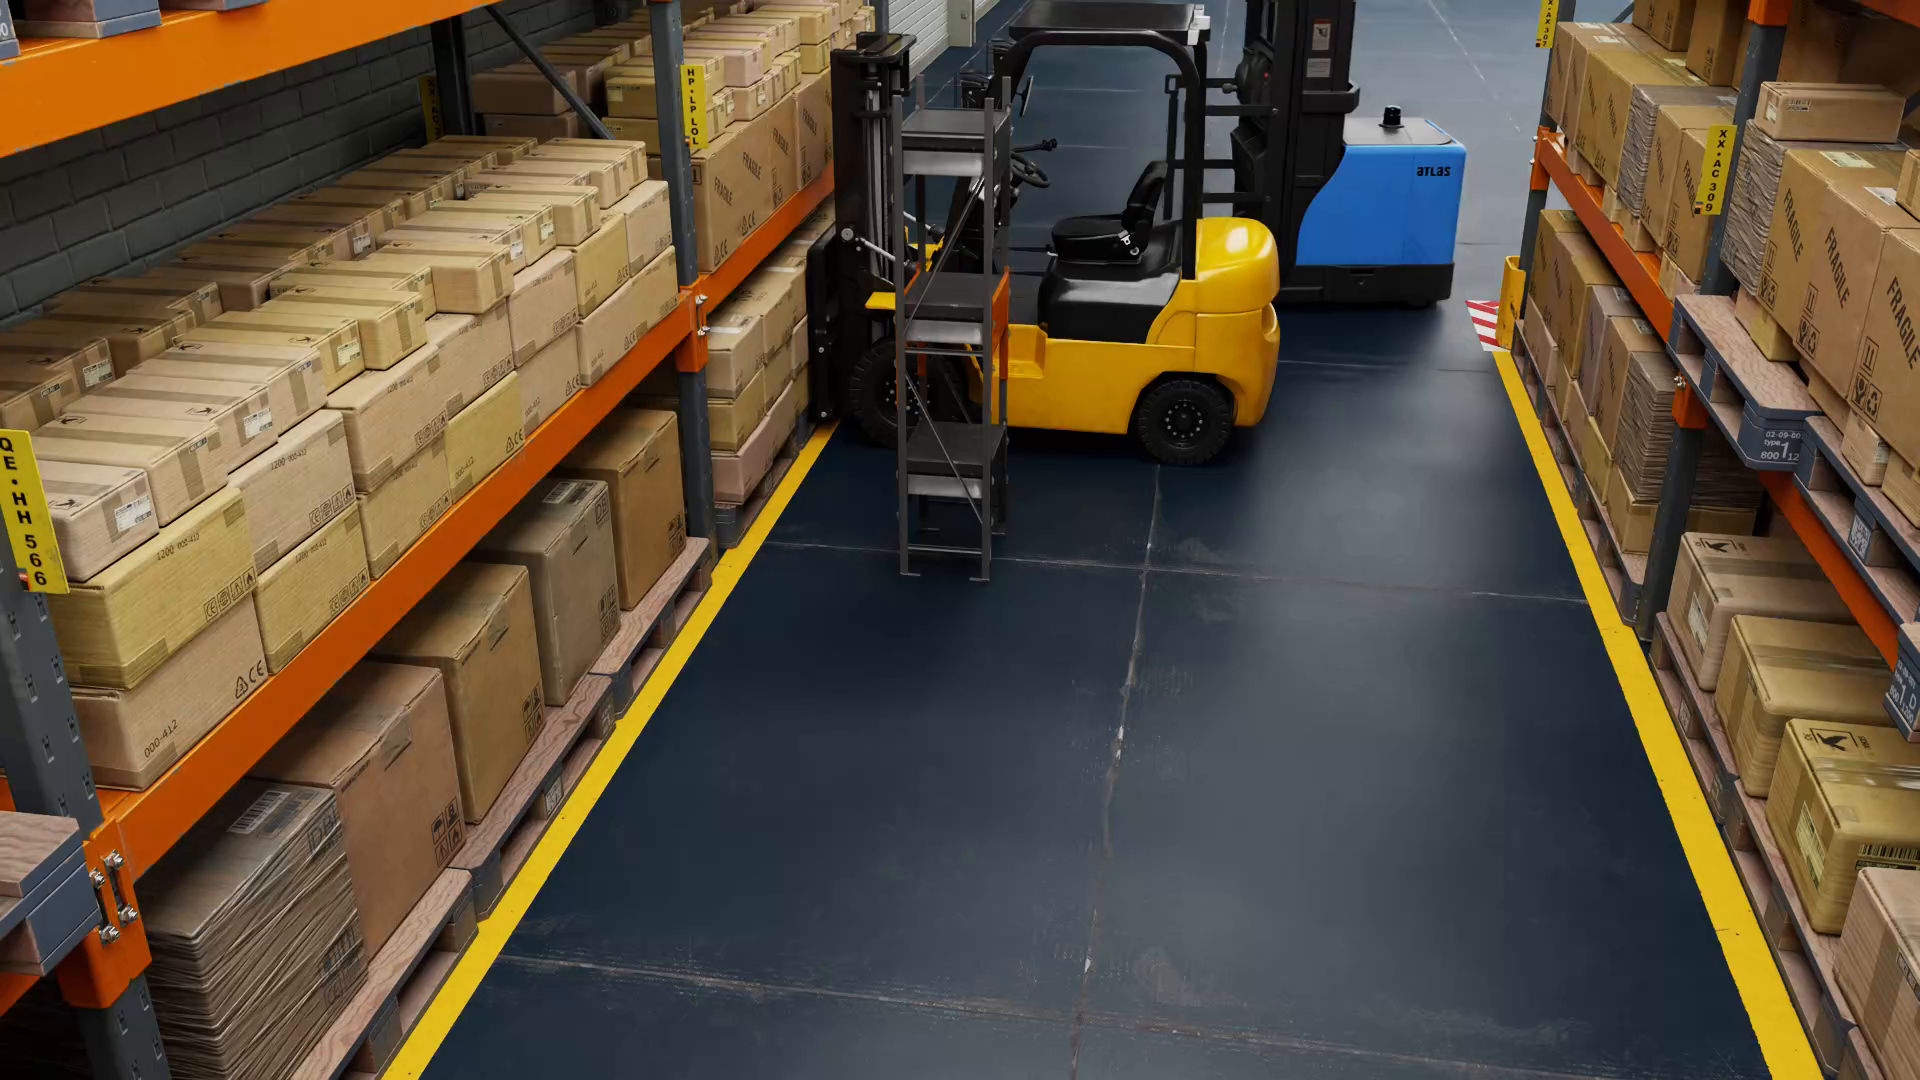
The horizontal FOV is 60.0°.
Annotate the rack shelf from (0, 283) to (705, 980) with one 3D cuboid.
[{"bbox_3d":[-1.924,-0.106,5.286,1.077,0.370,4.000,4,25,9],"label":"rack shelf"}]

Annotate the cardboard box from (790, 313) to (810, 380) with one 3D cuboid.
[{"bbox_3d":[-1.039,-1.040,8.593,0.500,0.250,0.500,4,25,8],"label":"cardboard box"}]

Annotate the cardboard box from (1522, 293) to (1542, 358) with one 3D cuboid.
[{"bbox_3d":[3.550,-1.225,9.577,0.500,0.250,0.500,4,25,8],"label":"cardboard box"}]

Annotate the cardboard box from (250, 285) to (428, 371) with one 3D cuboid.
[{"bbox_3d":[-1.707,-0.587,4.584,0.380,0.149,0.250,5,25,10],"label":"cardboard box"}]

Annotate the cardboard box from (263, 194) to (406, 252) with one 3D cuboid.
[{"bbox_3d":[-2.090,-1.051,5.574,0.380,0.149,0.250,4,25,8],"label":"cardboard box"}]

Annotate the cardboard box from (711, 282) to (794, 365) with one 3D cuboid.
[{"bbox_3d":[-1.115,-1.059,8.043,0.500,0.250,0.500,4,25,9],"label":"cardboard box"}]

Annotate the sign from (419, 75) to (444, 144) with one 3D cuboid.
[{"bbox_3d":[-2.145,-1.734,6.801,0.100,0.325,0.005,4,25,9],"label":"sign"}]

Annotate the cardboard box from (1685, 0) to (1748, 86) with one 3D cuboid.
[{"bbox_3d":[3.796,-2.372,7.631,0.700,0.500,0.500,4,25,8],"label":"cardboard box"}]

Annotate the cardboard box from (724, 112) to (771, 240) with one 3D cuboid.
[{"bbox_3d":[-1.198,-1.700,7.725,0.500,0.500,0.500,4,25,9],"label":"cardboard box"}]

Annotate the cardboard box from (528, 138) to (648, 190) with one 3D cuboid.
[{"bbox_3d":[-1.434,-1.449,6.424,0.380,0.149,0.250,5,26,10],"label":"cardboard box"}]

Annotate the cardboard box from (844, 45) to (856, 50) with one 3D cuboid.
[{"bbox_3d":[-0.859,-2.546,9.532,0.500,0.500,0.500,5,26,10],"label":"cardboard box"}]

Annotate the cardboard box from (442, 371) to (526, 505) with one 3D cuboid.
[{"bbox_3d":[-1.686,-0.338,5.112,0.500,0.250,0.500,5,26,10],"label":"cardboard box"}]

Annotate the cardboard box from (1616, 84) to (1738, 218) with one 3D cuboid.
[{"bbox_3d":[3.286,-1.742,7.464,0.500,0.500,0.500,5,25,10],"label":"cardboard box"}]

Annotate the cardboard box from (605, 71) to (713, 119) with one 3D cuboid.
[{"bbox_3d":[-1.252,-1.854,6.939,0.380,0.149,0.250,5,25,10],"label":"cardboard box"}]

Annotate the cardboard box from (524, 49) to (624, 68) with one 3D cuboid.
[{"bbox_3d":[-1.731,-2.110,7.485,0.380,0.149,0.250,4,25,8],"label":"cardboard box"}]

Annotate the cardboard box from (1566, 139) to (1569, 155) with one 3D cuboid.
[{"bbox_3d":[3.544,-2.145,9.091,0.380,0.149,0.250,3,25,7],"label":"cardboard box"}]

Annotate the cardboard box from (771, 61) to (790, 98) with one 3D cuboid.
[{"bbox_3d":[-1.048,-2.255,8.147,0.380,0.149,0.250,3,25,7],"label":"cardboard box"}]

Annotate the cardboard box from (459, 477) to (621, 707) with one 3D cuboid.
[{"bbox_3d":[-1.806,0.160,6.175,0.875,0.625,0.625,4,25,8],"label":"cardboard box"}]

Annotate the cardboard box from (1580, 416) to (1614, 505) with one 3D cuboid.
[{"bbox_3d":[3.209,-0.360,7.728,0.500,0.250,0.500,3,25,7],"label":"cardboard box"}]

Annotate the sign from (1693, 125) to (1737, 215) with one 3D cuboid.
[{"bbox_3d":[2.764,-1.352,6.079,0.100,0.325,0.005,4,25,9],"label":"sign"}]

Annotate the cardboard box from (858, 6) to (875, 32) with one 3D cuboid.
[{"bbox_3d":[-0.723,-3.115,9.984,0.380,0.149,0.250,4,25,9],"label":"cardboard box"}]

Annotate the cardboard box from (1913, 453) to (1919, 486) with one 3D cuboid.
[{"bbox_3d":[2.602,-0.260,3.804,0.500,0.500,0.500,2,25,5],"label":"cardboard box"}]

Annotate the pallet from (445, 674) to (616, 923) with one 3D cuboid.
[{"bbox_3d":[-1.876,0.818,5.754,1.003,0.211,1.213,4,25,9],"label":"pallet"}]

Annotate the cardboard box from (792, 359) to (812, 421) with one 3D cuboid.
[{"bbox_3d":[-1.055,-0.821,8.715,0.500,0.250,0.500,4,25,9],"label":"cardboard box"}]

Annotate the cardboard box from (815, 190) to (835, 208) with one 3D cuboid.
[{"bbox_3d":[-0.788,-1.910,9.862,0.500,0.250,0.500,4,25,9],"label":"cardboard box"}]

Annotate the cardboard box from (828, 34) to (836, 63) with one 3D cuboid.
[{"bbox_3d":[-0.887,-2.684,9.064,0.380,0.149,0.250,3,25,7],"label":"cardboard box"}]

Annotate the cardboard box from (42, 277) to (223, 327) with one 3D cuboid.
[{"bbox_3d":[-2.313,-0.627,4.668,0.380,0.149,0.250,4,25,8],"label":"cardboard box"}]

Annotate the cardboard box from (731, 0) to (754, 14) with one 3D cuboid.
[{"bbox_3d":[-1.369,-2.968,9.318,0.380,0.149,0.250,4,25,9],"label":"cardboard box"}]

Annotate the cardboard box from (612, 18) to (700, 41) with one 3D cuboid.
[{"bbox_3d":[-1.529,-2.533,8.390,0.380,0.149,0.250,5,25,10],"label":"cardboard box"}]

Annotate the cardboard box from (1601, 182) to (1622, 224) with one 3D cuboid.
[{"bbox_3d":[3.293,-1.607,7.942,0.380,0.149,0.250,4,25,9],"label":"cardboard box"}]

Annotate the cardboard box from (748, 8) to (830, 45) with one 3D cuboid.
[{"bbox_3d":[-0.903,-2.709,8.766,0.380,0.149,0.250,5,25,10],"label":"cardboard box"}]

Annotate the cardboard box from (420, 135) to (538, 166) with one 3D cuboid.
[{"bbox_3d":[-1.866,-1.475,6.479,0.380,0.149,0.250,3,25,7],"label":"cardboard box"}]

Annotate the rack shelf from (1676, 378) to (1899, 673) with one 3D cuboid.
[{"bbox_3d":[2.974,0.237,4.554,1.077,0.370,4.000,4,25,9],"label":"rack shelf"}]

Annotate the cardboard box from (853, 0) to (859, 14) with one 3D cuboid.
[{"bbox_3d":[-0.803,-3.145,9.696,0.380,0.149,0.250,4,25,9],"label":"cardboard box"}]

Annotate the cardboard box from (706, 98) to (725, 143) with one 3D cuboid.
[{"bbox_3d":[-1.244,-1.830,7.239,0.380,0.149,0.250,5,25,10],"label":"cardboard box"}]

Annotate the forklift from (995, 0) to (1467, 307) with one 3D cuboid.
[{"bbox_3d":[1.734,-3.056,10.822,3.031,2.935,1.130,0,25,-1],"label":"forklift"}]

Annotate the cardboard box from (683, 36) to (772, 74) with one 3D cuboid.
[{"bbox_3d":[-1.106,-2.288,7.866,0.380,0.149,0.250,4,25,8],"label":"cardboard box"}]

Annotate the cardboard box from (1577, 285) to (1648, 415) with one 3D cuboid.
[{"bbox_3d":[3.296,-0.902,8.003,0.500,0.500,0.500,5,26,11],"label":"cardboard box"}]

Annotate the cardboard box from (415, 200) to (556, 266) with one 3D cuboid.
[{"bbox_3d":[-1.567,-1.016,5.500,0.380,0.149,0.250,3,25,7],"label":"cardboard box"}]

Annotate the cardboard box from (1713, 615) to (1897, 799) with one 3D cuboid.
[{"bbox_3d":[3.103,0.595,5.545,0.950,0.372,0.625,6,26,12],"label":"cardboard box"}]

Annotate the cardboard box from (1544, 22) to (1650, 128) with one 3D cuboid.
[{"bbox_3d":[3.603,-2.600,9.297,0.500,0.500,0.500,4,25,8],"label":"cardboard box"}]

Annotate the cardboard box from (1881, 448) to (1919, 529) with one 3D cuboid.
[{"bbox_3d":[2.643,-0.136,4.303,0.380,0.149,0.250,3,25,7],"label":"cardboard box"}]

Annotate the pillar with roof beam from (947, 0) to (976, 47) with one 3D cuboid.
[{"bbox_3d":[4.262,-10.150,18.819,9.100,9.000,0.400,4,25,9],"label":"pillar with roof beam"}]

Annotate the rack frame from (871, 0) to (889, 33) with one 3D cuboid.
[{"bbox_3d":[-0.943,-2.941,10.494,1.000,3.000,0.127,4,25,9],"label":"rack frame"}]

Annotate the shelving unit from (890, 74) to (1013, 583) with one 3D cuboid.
[{"bbox_3d":[-0.027,-0.882,7.157,0.431,2.100,0.503,4,25,9],"label":"shelving unit"}]

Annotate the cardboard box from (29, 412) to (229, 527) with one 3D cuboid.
[{"bbox_3d":[-1.866,-0.159,3.667,0.380,0.149,0.250,5,25,10],"label":"cardboard box"}]

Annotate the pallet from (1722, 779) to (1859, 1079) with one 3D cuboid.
[{"bbox_3d":[2.978,1.175,4.991,1.003,0.211,1.213,4,25,9],"label":"pallet"}]

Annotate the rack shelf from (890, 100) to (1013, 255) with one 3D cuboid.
[{"bbox_3d":[-0.027,-1.503,6.866,0.431,0.518,0.480,4,25,9],"label":"rack shelf"}]

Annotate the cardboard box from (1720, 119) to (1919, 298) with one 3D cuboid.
[{"bbox_3d":[2.941,-1.119,5.639,0.500,0.500,0.500,5,25,10],"label":"cardboard box"}]

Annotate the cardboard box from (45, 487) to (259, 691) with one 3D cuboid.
[{"bbox_3d":[-1.912,0.080,3.629,0.500,0.250,0.500,4,25,8],"label":"cardboard box"}]

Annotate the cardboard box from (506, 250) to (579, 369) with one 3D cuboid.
[{"bbox_3d":[-1.591,-0.774,5.453,0.500,0.250,0.500,5,25,10],"label":"cardboard box"}]

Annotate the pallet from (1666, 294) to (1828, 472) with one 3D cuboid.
[{"bbox_3d":[3.032,-0.529,5.568,1.003,0.211,1.213,4,25,9],"label":"pallet"}]

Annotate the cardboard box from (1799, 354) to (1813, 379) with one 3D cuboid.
[{"bbox_3d":[2.878,-0.565,5.220,0.380,0.149,0.250,6,26,12],"label":"cardboard box"}]

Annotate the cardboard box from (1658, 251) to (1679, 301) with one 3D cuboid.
[{"bbox_3d":[3.086,-1.072,6.798,0.380,0.149,0.250,5,25,10],"label":"cardboard box"}]
